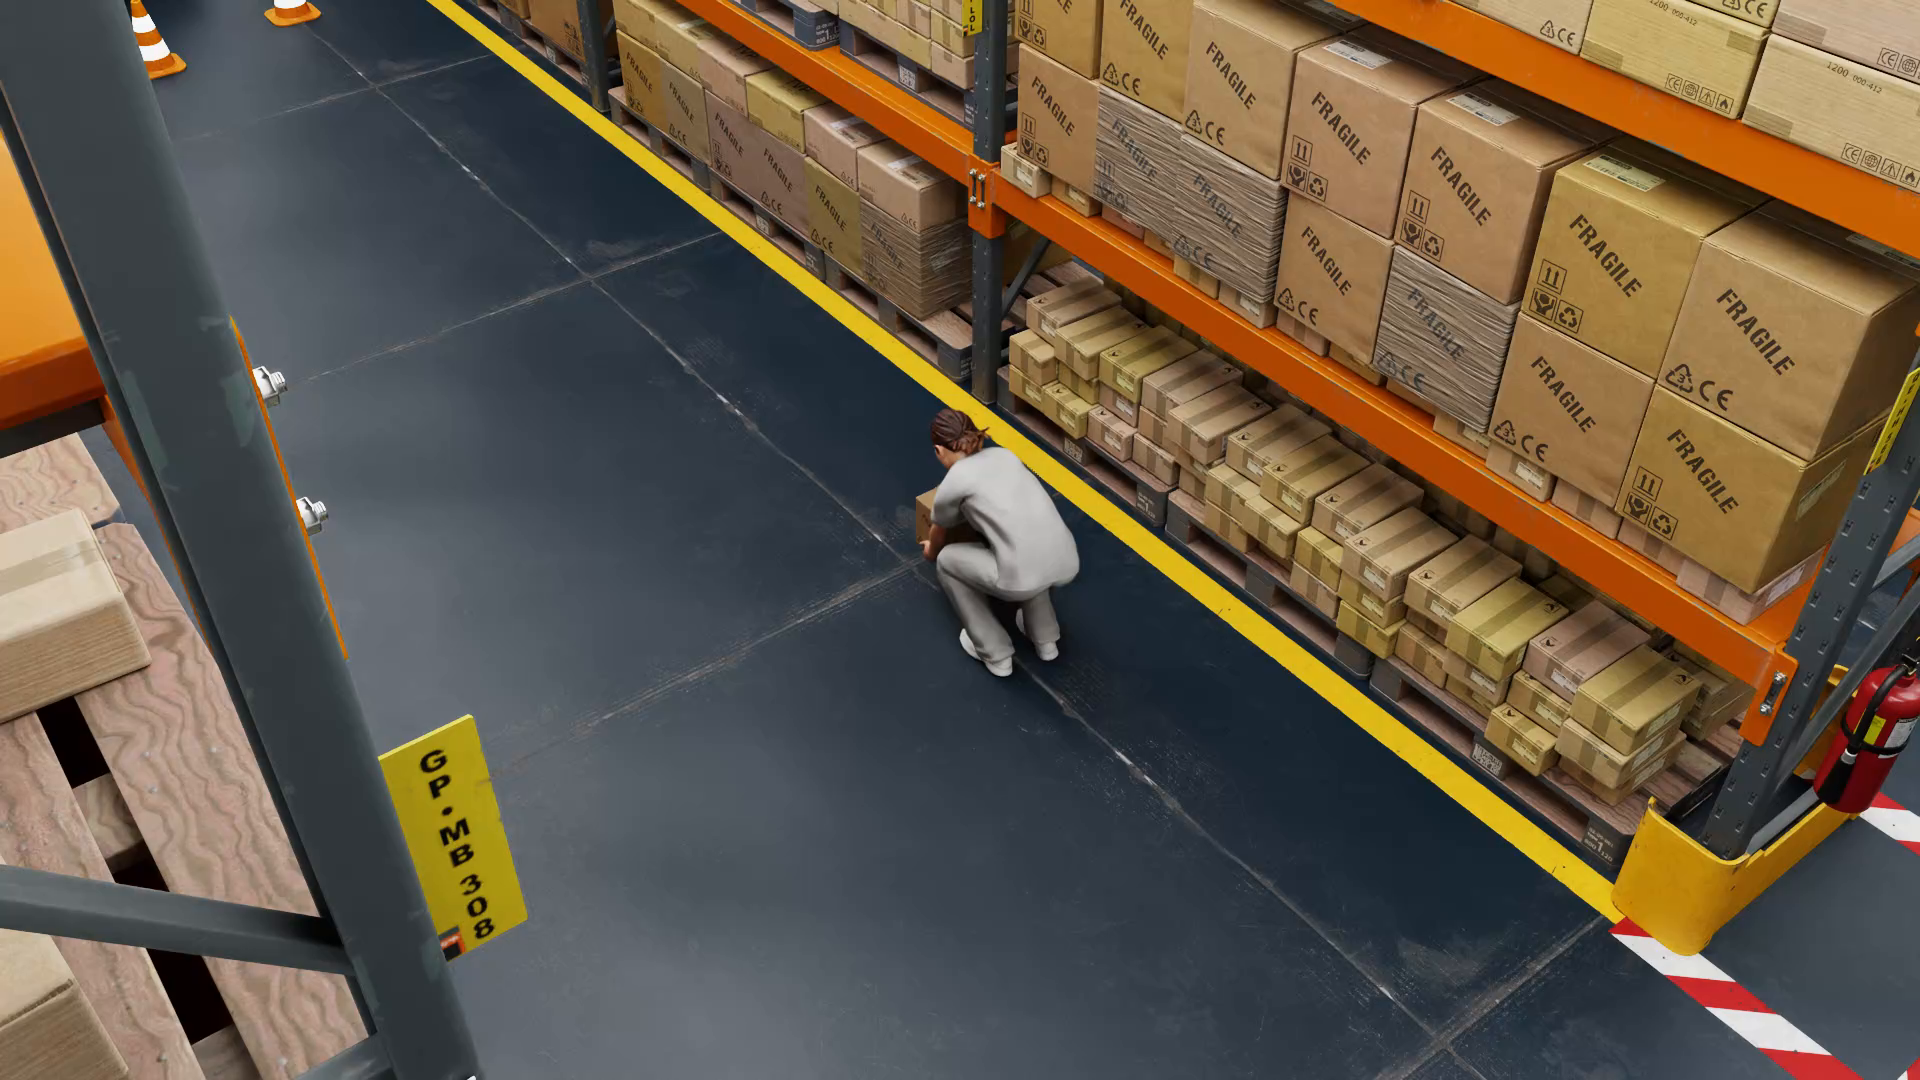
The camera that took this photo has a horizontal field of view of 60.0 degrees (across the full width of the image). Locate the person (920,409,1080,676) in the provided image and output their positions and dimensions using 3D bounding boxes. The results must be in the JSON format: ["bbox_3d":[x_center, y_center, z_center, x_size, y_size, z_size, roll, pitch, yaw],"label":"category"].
[{"bbox_3d":[0.139,0.011,6.722,0.467,0.930,0.851,-21,45,-22],"label":"person"}]
